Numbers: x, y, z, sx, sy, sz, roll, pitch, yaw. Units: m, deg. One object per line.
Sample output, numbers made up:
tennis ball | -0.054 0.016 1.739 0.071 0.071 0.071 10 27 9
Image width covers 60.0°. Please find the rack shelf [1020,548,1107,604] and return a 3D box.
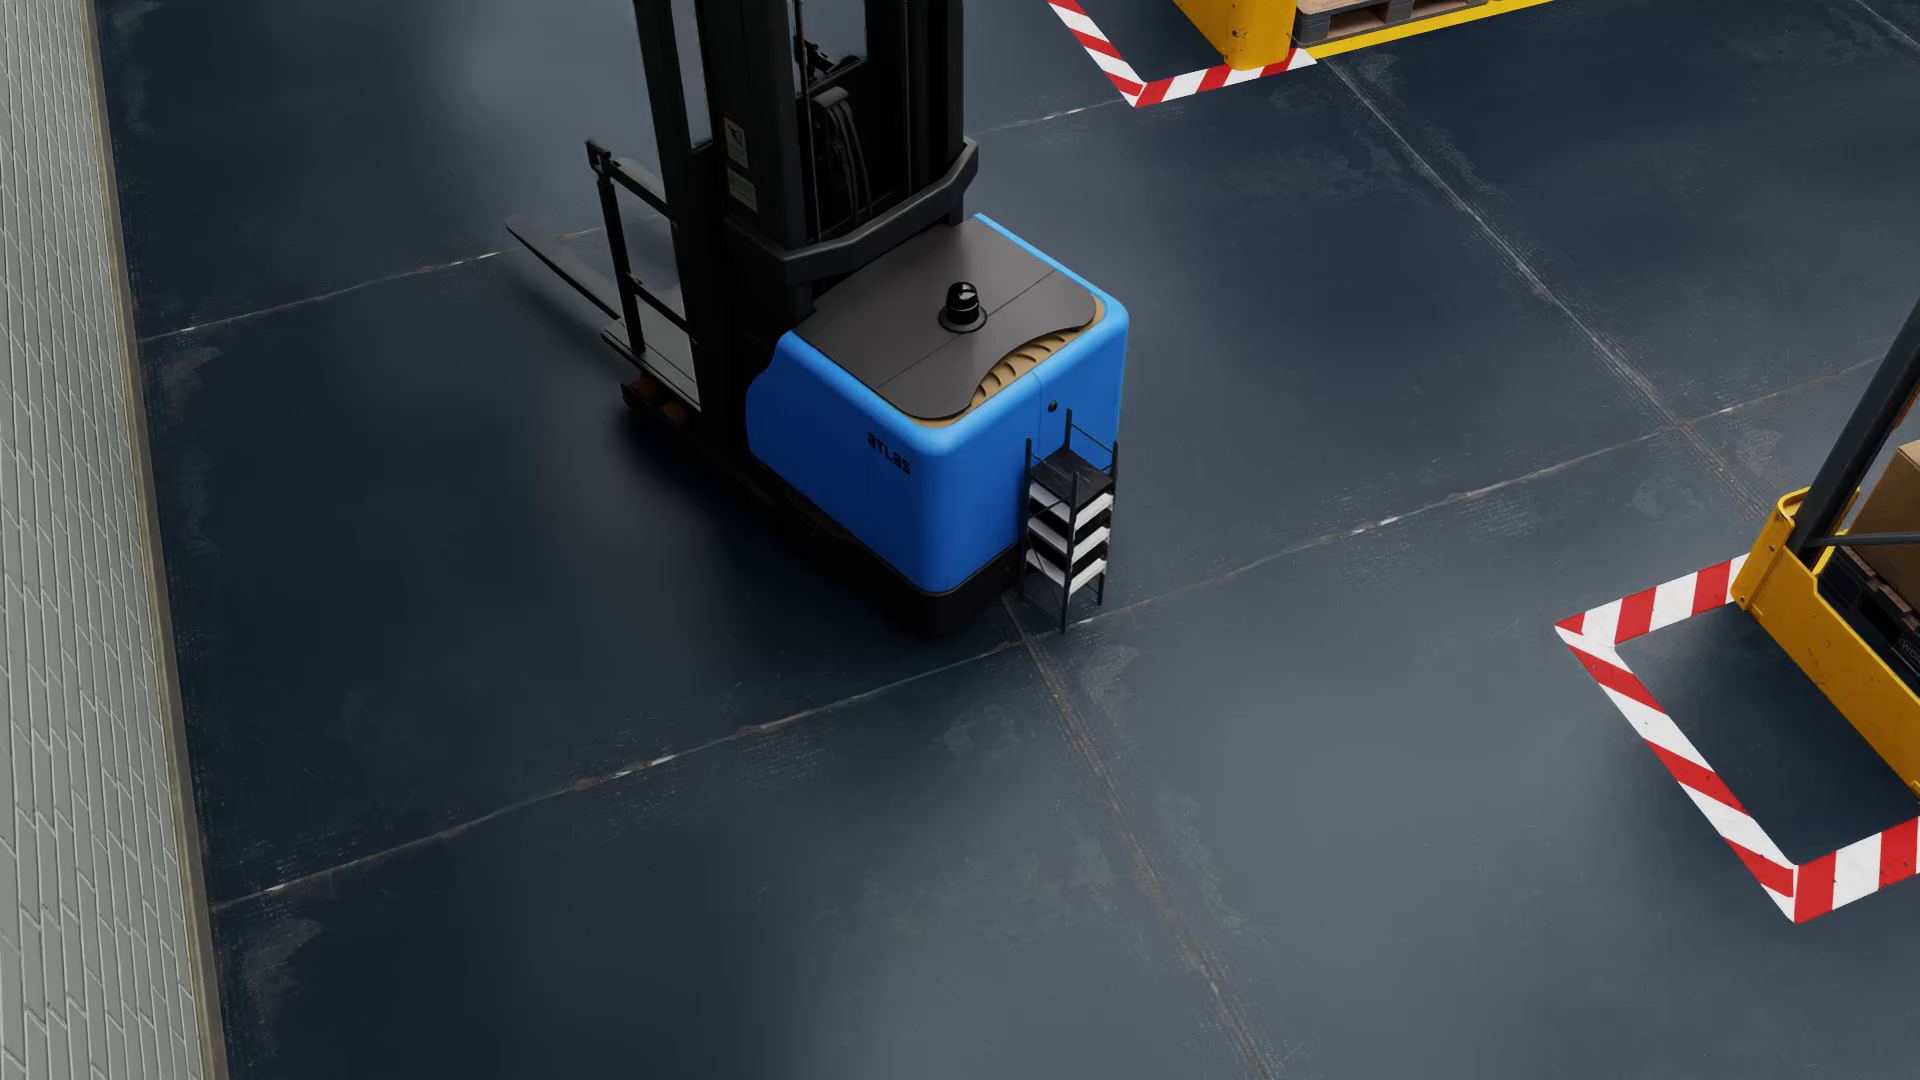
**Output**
rack shelf | 0.385 0.090 6.201 0.200 0.077 0.258 -37 59 -27

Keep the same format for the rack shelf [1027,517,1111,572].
rack shelf | 0.385 -0.027 6.064 0.200 0.077 0.258 -37 59 -27

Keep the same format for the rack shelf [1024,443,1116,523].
rack shelf | 0.386 -0.203 5.859 0.200 0.077 0.258 -37 59 -27

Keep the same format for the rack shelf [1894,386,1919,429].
rack shelf | 5.112 -0.750 5.732 4.000 0.370 1.077 -17 52 -14

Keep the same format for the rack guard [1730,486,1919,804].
rack guard | 3.331 0.382 5.933 0.348 0.500 1.175 -17 52 -14

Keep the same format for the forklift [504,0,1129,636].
forklift | -0.773 -1.616 6.047 1.130 2.935 3.031 -37 58 -27

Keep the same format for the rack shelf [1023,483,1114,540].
rack shelf | 0.386 -0.144 5.928 0.200 0.077 0.258 -37 59 -27

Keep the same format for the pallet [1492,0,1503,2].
pallet | 3.297 -3.539 9.491 1.213 0.211 1.003 -17 52 -14

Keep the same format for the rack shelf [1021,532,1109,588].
rack shelf | 0.385 0.031 6.133 0.200 0.077 0.258 -37 59 -27

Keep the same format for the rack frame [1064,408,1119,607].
rack frame | 0.458 -0.103 6.085 0.006 0.900 0.240 -37 59 -27

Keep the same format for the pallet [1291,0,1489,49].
pallet | 2.169 -3.192 9.193 1.213 0.211 1.003 -17 52 -14

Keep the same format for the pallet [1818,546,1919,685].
pallet | 4.069 0.246 6.240 1.213 0.211 1.003 -17 52 -14

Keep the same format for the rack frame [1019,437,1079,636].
rack frame | 0.313 0.005 5.993 0.006 0.900 0.240 -37 59 -27

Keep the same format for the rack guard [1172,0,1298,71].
rack guard | 1.374 -3.061 8.890 0.348 0.500 1.175 -17 52 -14

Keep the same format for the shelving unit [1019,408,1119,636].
shelving unit | 0.385 -0.049 6.039 0.210 0.900 0.258 -37 59 -27

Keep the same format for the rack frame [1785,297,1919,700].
rack frame | 3.261 -0.411 4.966 0.127 3.000 1.000 -17 52 -14

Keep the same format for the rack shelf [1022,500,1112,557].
rack shelf | 0.385 -0.086 5.996 0.200 0.077 0.258 -37 59 -27

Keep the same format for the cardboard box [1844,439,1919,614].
cardboard box | 3.671 -0.069 6.030 0.500 0.500 0.500 -17 52 -14
